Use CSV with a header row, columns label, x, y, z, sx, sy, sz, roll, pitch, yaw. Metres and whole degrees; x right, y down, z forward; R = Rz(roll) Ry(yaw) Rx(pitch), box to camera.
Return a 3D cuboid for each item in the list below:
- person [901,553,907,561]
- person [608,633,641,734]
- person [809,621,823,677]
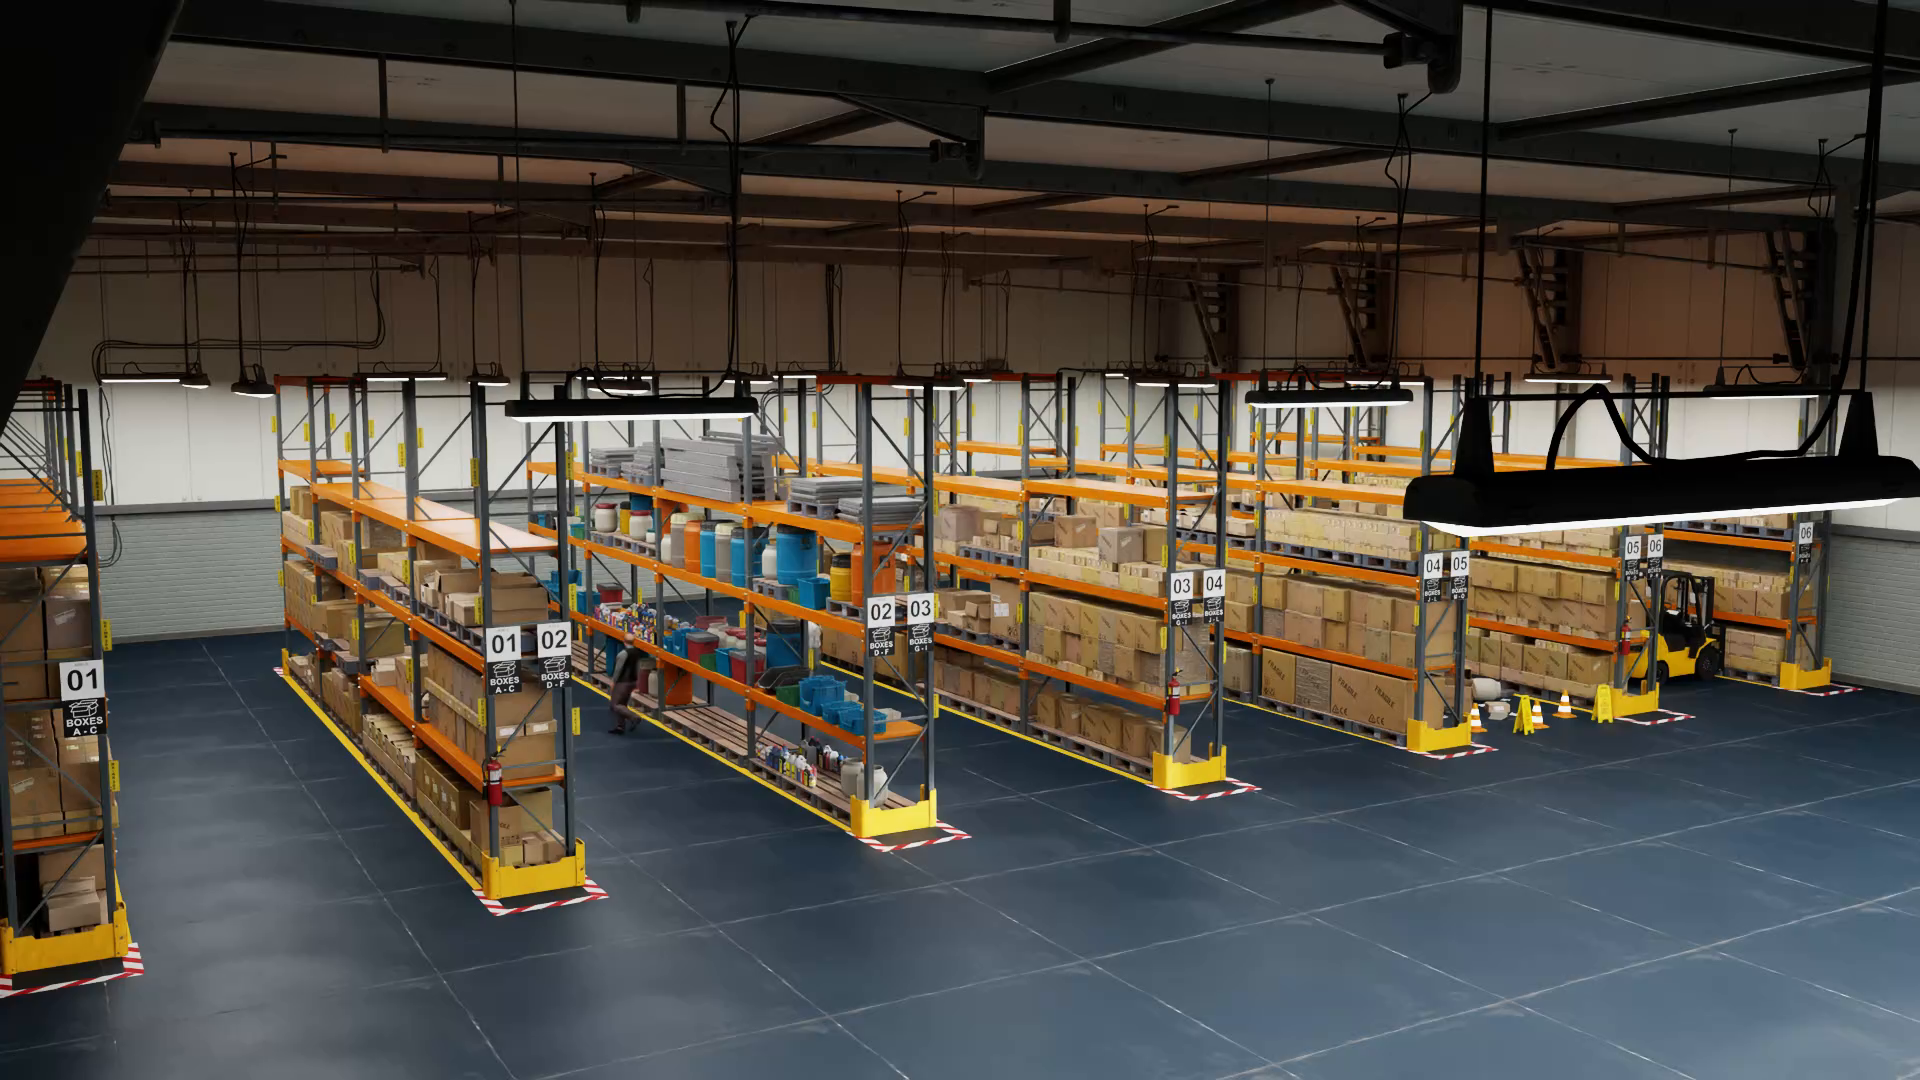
label,x,y,z,sx,sy,sz,roll,pitch,yaw
person,-1.350,0.777,43.259,0.910,1.632,0.496,0,6,2
person,-5.636,2.427,27.986,0.678,1.710,0.588,2,7,16
person,-2.872,2.019,31.824,0.457,1.642,0.863,-4,7,-32
